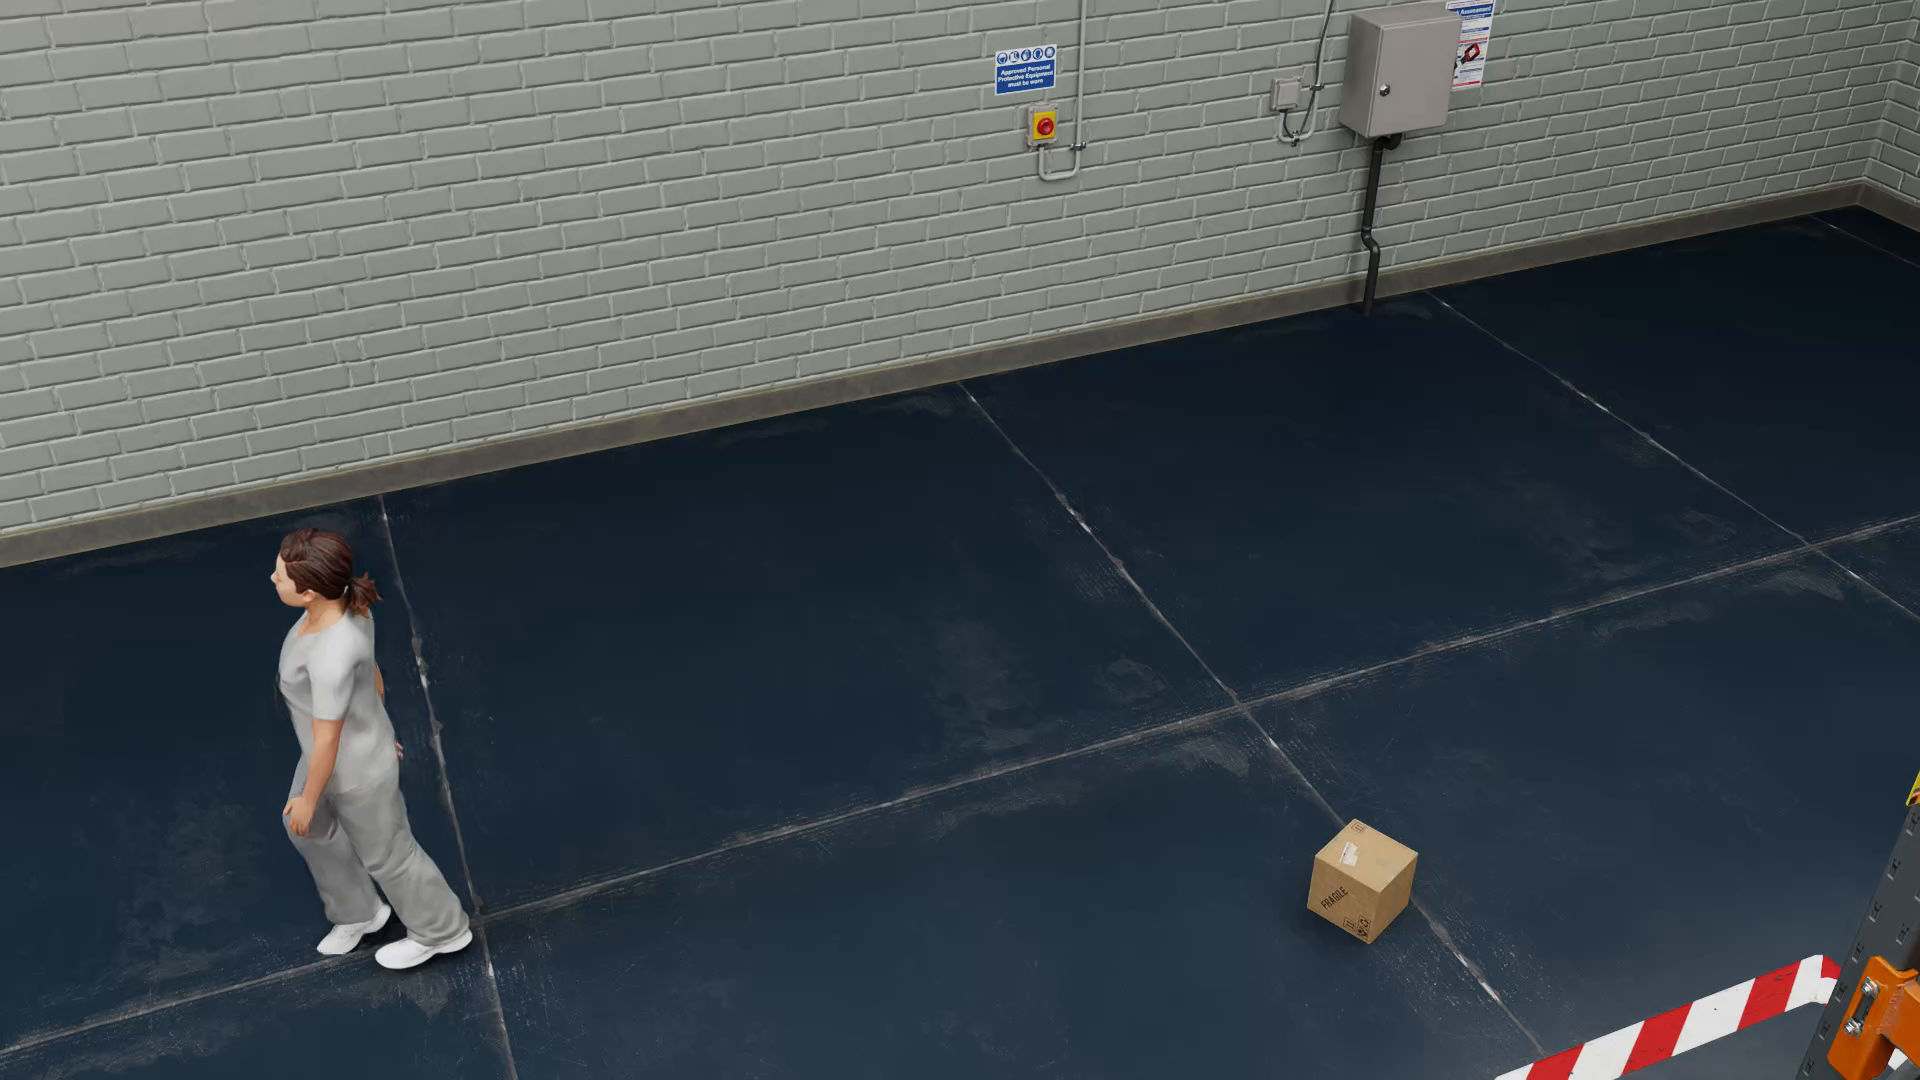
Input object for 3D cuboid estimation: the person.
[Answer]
[{"bbox_3d":[-1.884,0.707,5.096,0.514,1.727,0.445,-10,35,-15],"label":"person"}]
